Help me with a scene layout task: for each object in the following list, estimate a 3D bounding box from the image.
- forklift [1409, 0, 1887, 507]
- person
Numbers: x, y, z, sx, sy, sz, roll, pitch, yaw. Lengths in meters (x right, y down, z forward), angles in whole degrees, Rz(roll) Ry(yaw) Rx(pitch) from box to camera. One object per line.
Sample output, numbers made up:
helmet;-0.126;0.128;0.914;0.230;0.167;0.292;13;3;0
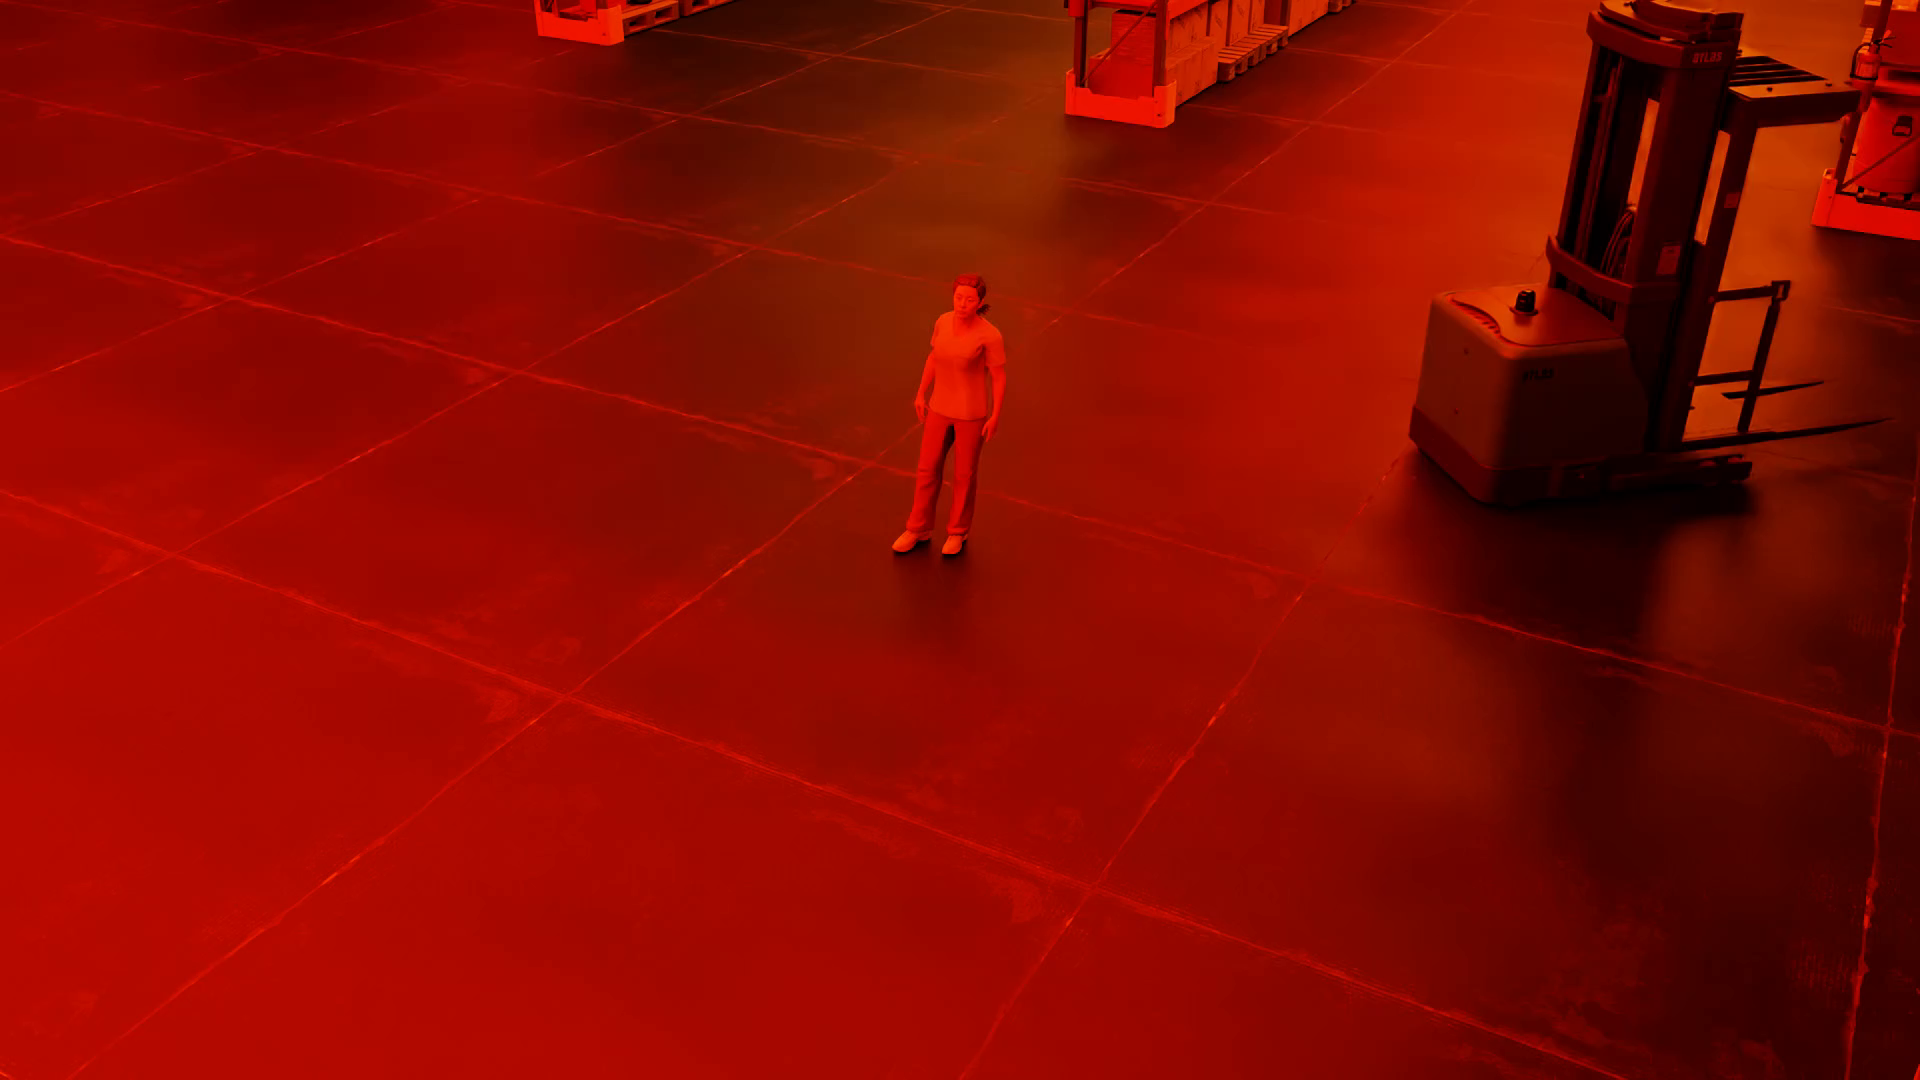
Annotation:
forklift;4.555;-1.856;10.286;3.031;2.935;1.130;-7;31;-12
person;-0.046;-0.703;9.530;0.553;1.675;0.549;15;33;25
